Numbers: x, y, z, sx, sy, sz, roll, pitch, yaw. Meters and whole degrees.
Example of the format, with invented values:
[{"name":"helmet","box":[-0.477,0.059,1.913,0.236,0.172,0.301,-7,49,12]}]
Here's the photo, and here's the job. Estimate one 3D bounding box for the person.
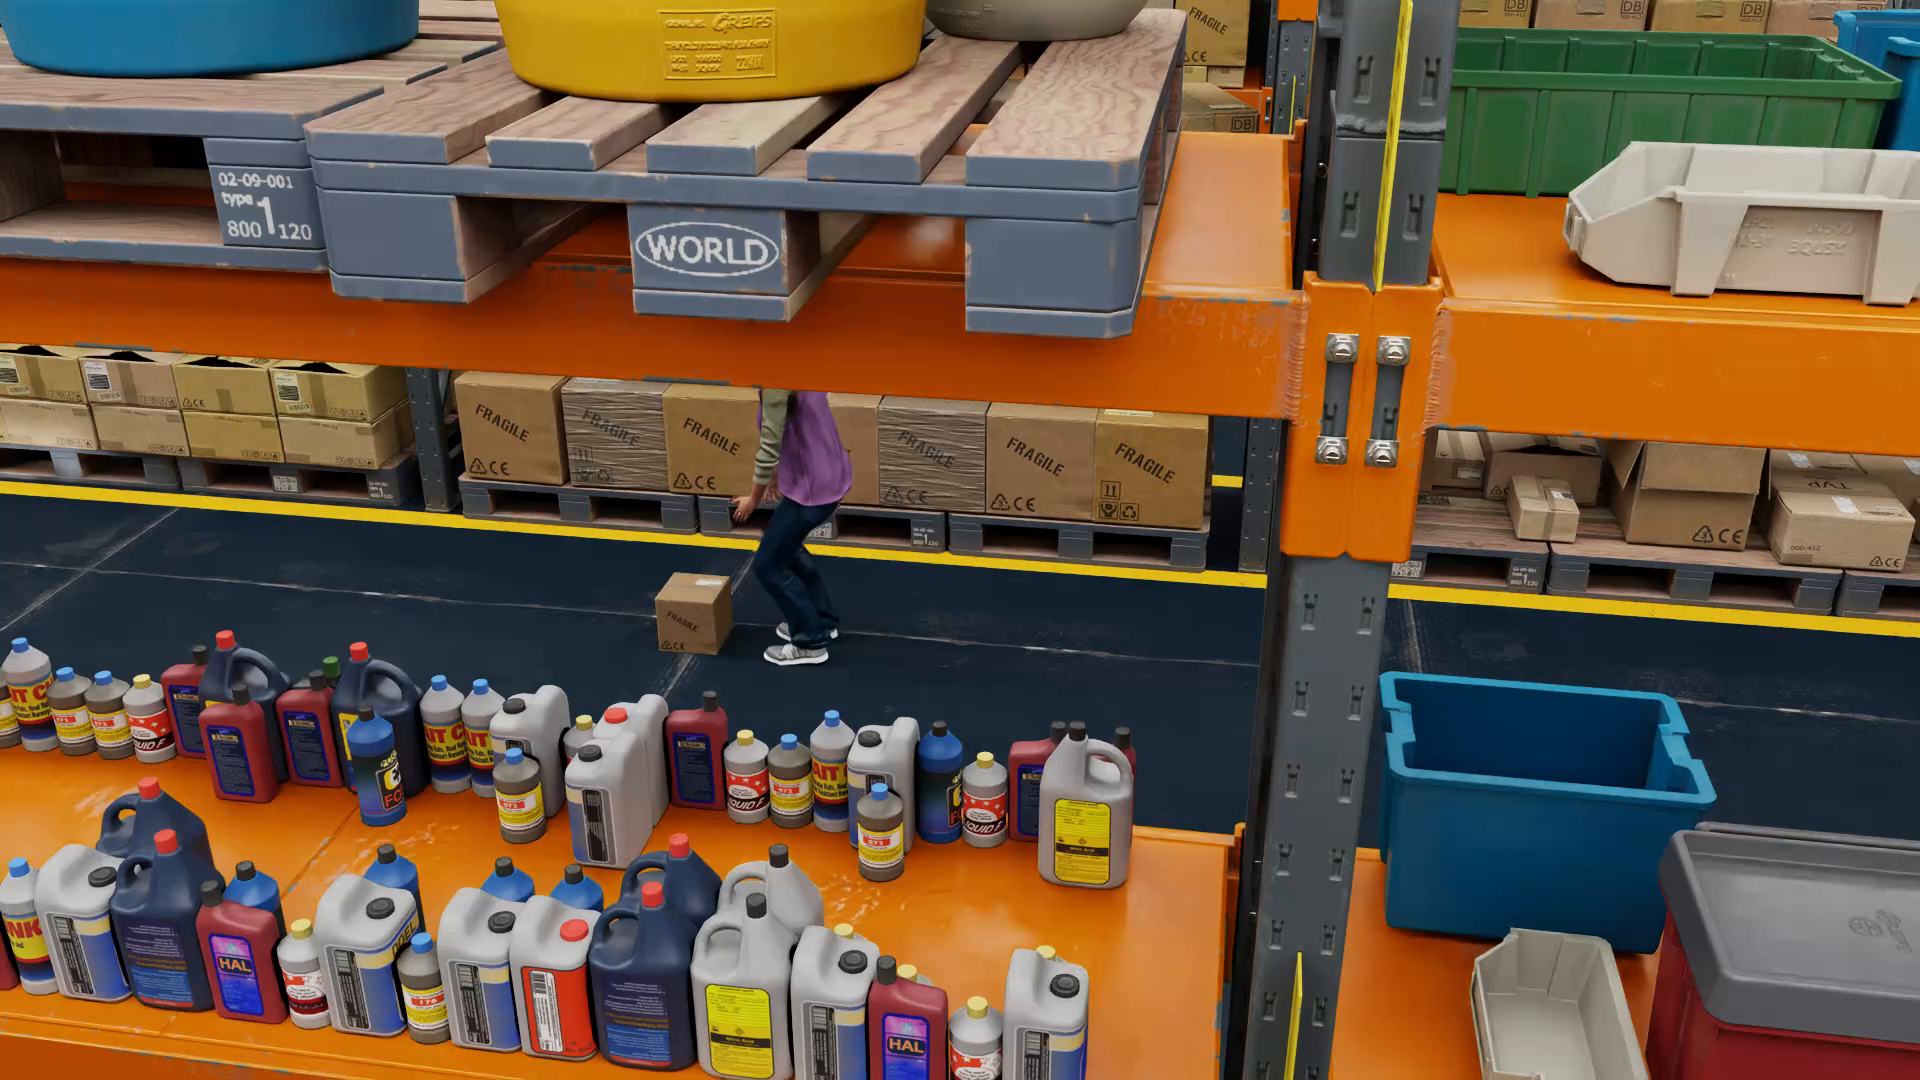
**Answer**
[{"name":"person","box":[-0.635,-0.107,6.706,0.362,1.302,0.444,5,26,10]}]
